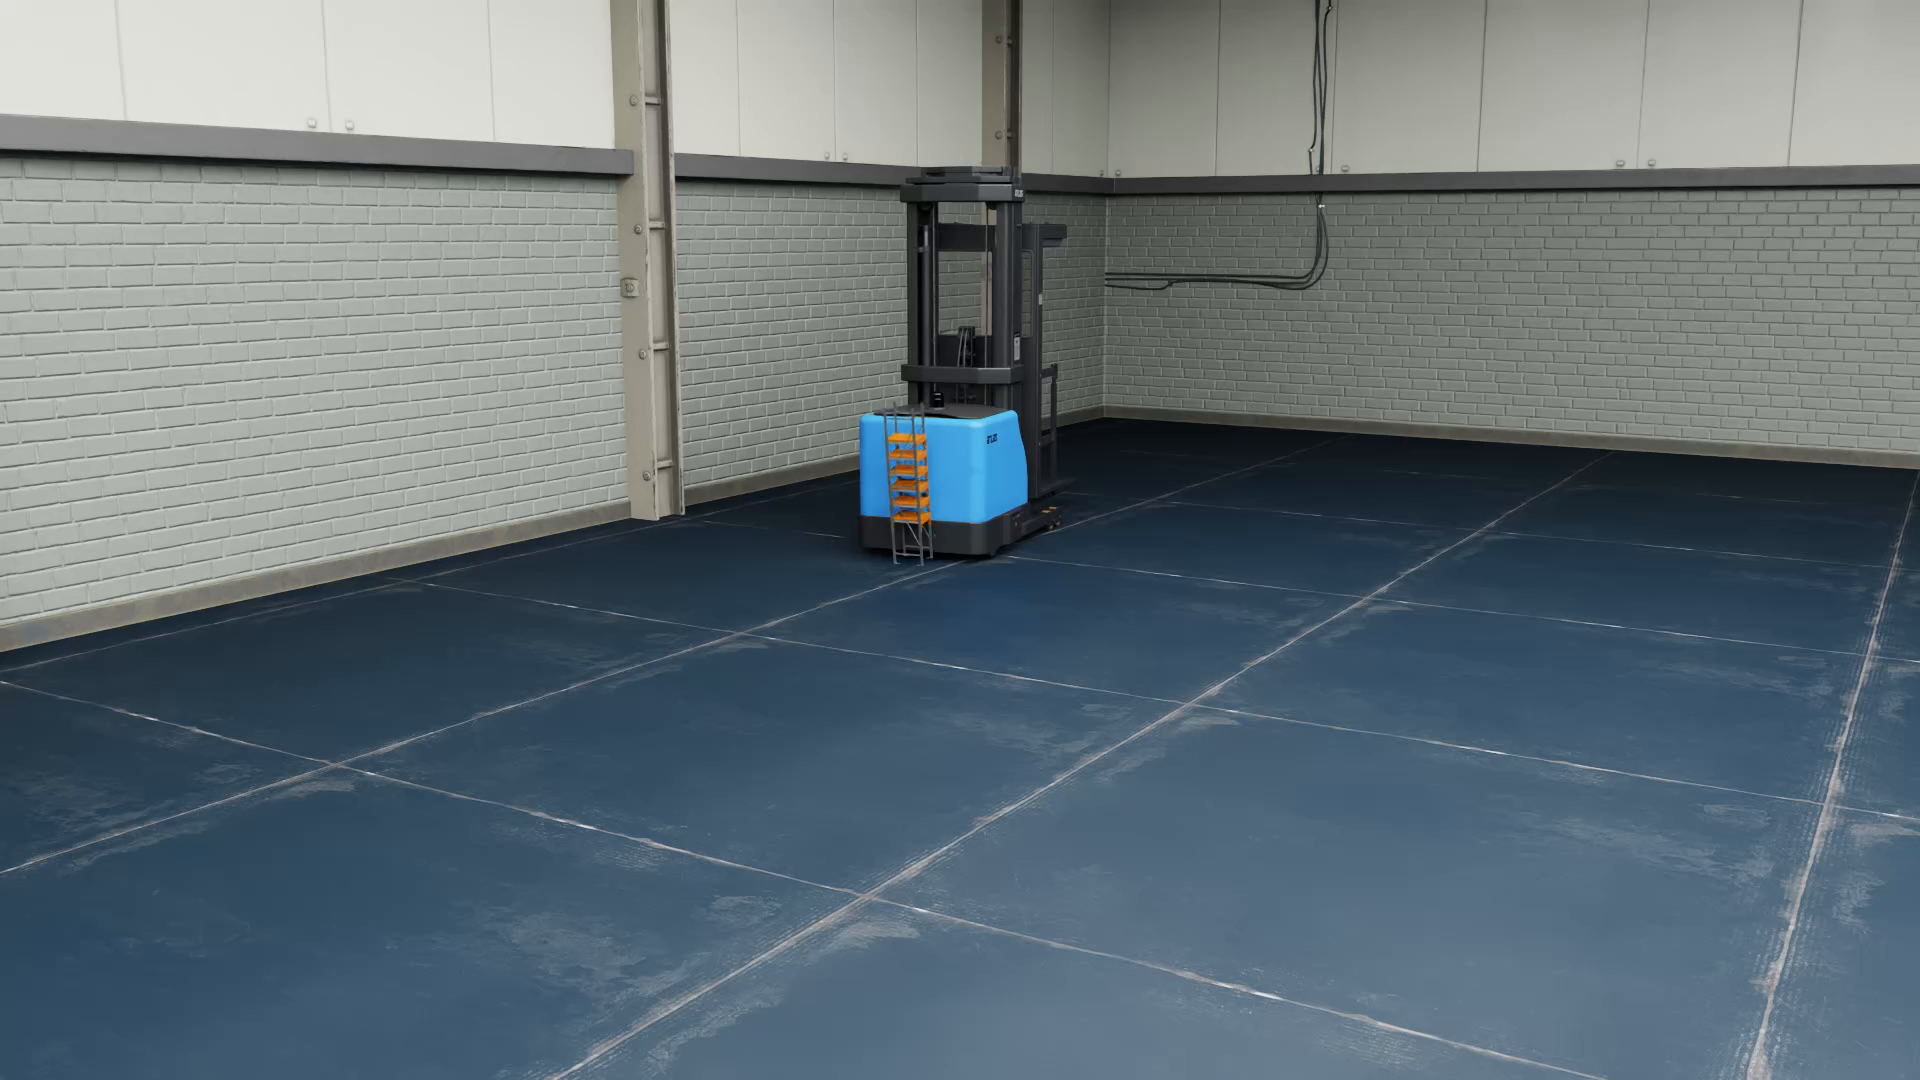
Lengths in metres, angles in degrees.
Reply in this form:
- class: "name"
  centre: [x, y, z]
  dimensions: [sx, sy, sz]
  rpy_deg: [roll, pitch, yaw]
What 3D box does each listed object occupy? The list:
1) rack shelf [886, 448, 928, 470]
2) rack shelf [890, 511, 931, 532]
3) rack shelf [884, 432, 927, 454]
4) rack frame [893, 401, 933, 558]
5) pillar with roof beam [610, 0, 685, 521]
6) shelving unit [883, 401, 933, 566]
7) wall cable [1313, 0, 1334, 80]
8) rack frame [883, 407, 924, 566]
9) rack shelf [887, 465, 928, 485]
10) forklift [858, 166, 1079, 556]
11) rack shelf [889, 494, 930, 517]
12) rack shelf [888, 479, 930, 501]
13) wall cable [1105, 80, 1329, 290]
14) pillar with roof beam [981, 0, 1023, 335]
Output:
- class: "rack shelf"
  centre: [-0.391, -0.597, 12.203]
  dimensions: [0.258, 0.103, 0.180]
  rpy_deg: [4, 20, 21]
- class: "rack shelf"
  centre: [-0.366, -0.142, 12.354]
  dimensions: [0.258, 0.103, 0.180]
  rpy_deg: [4, 20, 21]
- class: "rack shelf"
  centre: [-0.398, -0.711, 12.165]
  dimensions: [0.258, 0.103, 0.180]
  rpy_deg: [4, 20, 21]
- class: "rack frame"
  centre: [-0.348, -0.440, 12.345]
  dimensions: [0.240, 1.200, 0.006]
  rpy_deg: [4, 20, 21]
- class: "pillar with roof beam"
  centre: [1.038, -4.224, 11.474]
  dimensions: [9.100, 9.000, 0.400]
  rpy_deg: [6, 12, 31]
- class: "shelving unit"
  centre: [-0.381, -0.412, 12.265]
  dimensions: [0.258, 1.200, 0.189]
  rpy_deg: [4, 20, 21]
- class: "wall cable"
  centre: [5.446, -6.613, 18.952]
  dimensions: [3.097, 2.526, 0.112]
  rpy_deg: [6, 12, 31]
- class: "rack frame"
  centre: [-0.414, -0.383, 12.184]
  dimensions: [0.240, 1.200, 0.006]
  rpy_deg: [4, 20, 21]
- class: "rack shelf"
  centre: [-0.385, -0.484, 12.241]
  dimensions: [0.258, 0.103, 0.180]
  rpy_deg: [4, 20, 21]
- class: "forklift"
  centre: [0.224, -1.548, 13.670]
  dimensions: [1.130, 2.935, 3.031]
  rpy_deg: [4, 11, 21]
- class: "rack shelf"
  centre: [-0.372, -0.256, 12.317]
  dimensions: [0.258, 0.103, 0.180]
  rpy_deg: [4, 20, 21]
- class: "rack shelf"
  centre: [-0.379, -0.370, 12.279]
  dimensions: [0.258, 0.103, 0.180]
  rpy_deg: [4, 20, 21]
- class: "wall cable"
  centre: [3.134, -4.389, 20.797]
  dimensions: [3.097, 2.526, 0.112]
  rpy_deg: [6, 12, 31]
- class: "pillar with roof beam"
  centre: [4.153, -5.167, 16.515]
  dimensions: [9.100, 9.000, 0.400]
  rpy_deg: [6, 12, 31]
